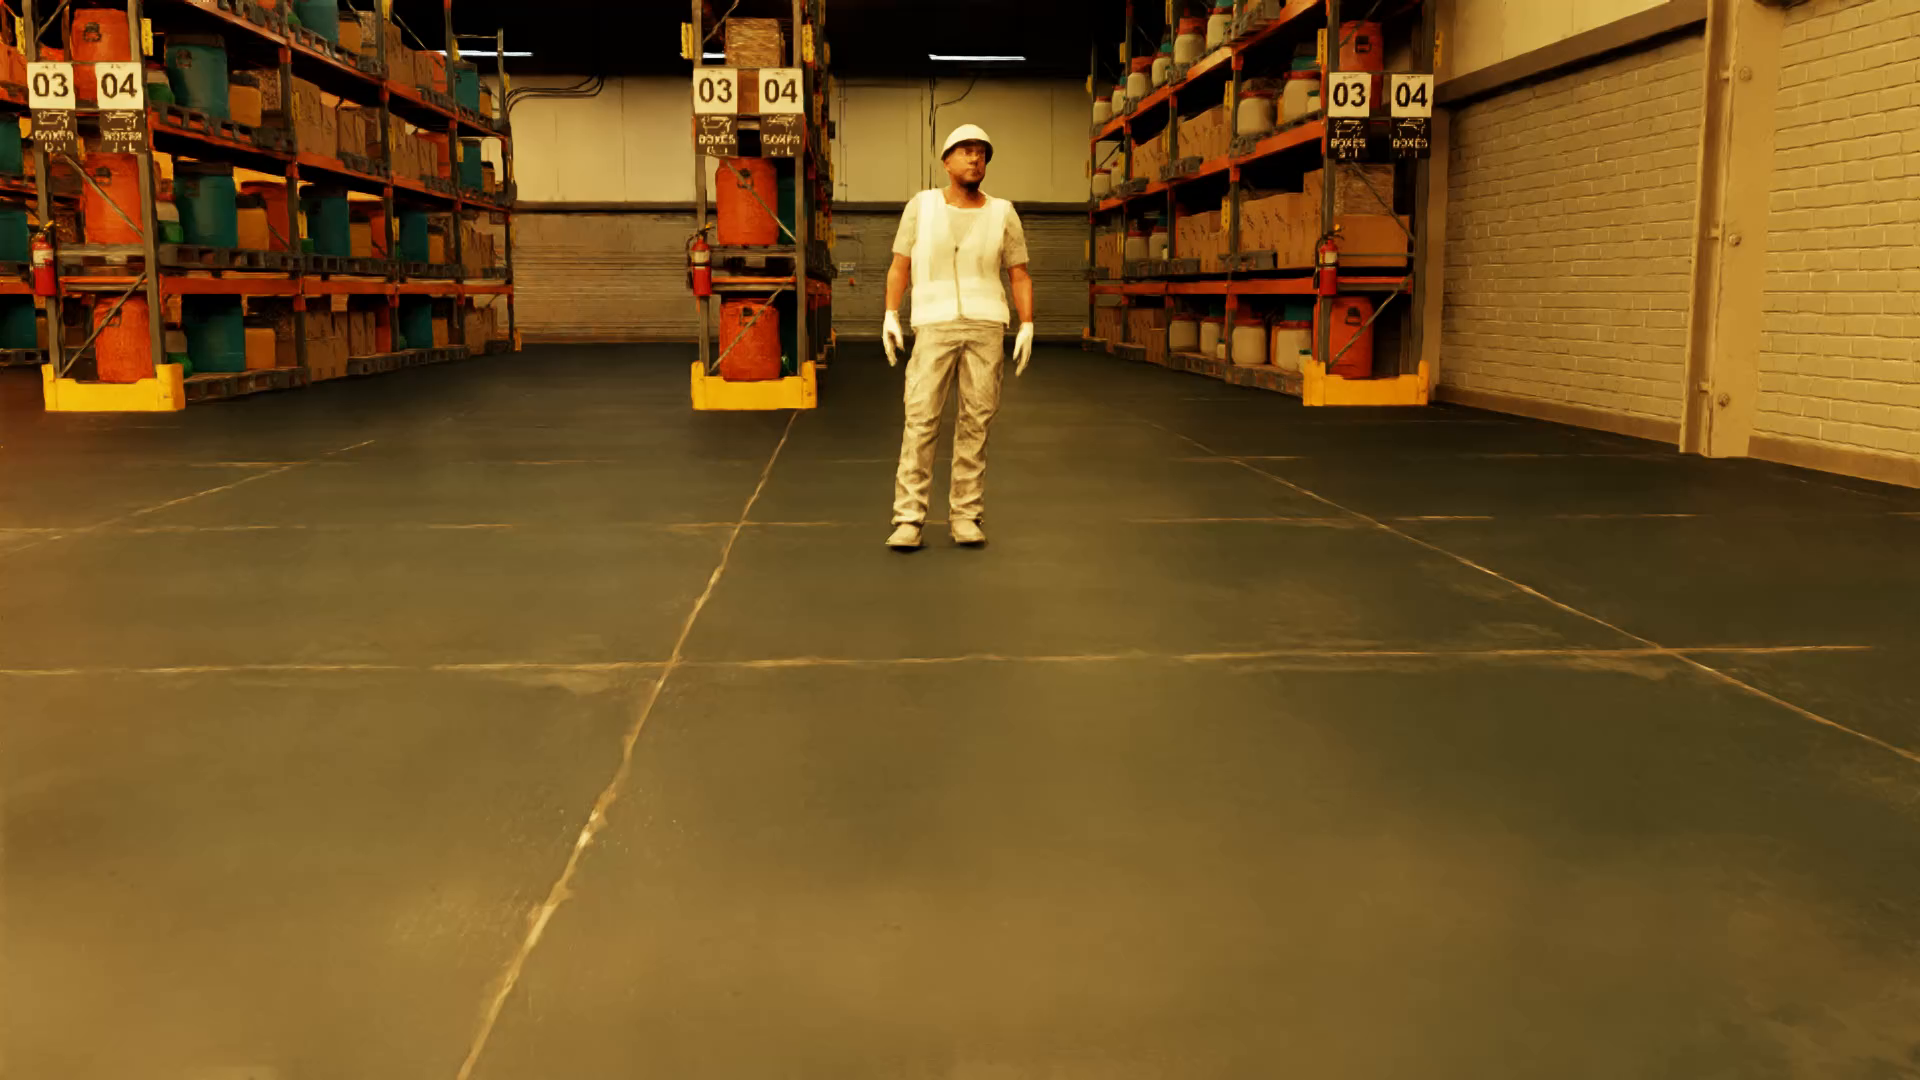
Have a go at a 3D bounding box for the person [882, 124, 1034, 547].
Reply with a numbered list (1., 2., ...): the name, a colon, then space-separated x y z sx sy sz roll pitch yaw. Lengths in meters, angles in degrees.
1. person: -0.004 -0.878 7.106 0.655 1.782 0.576 -1 8 -4
